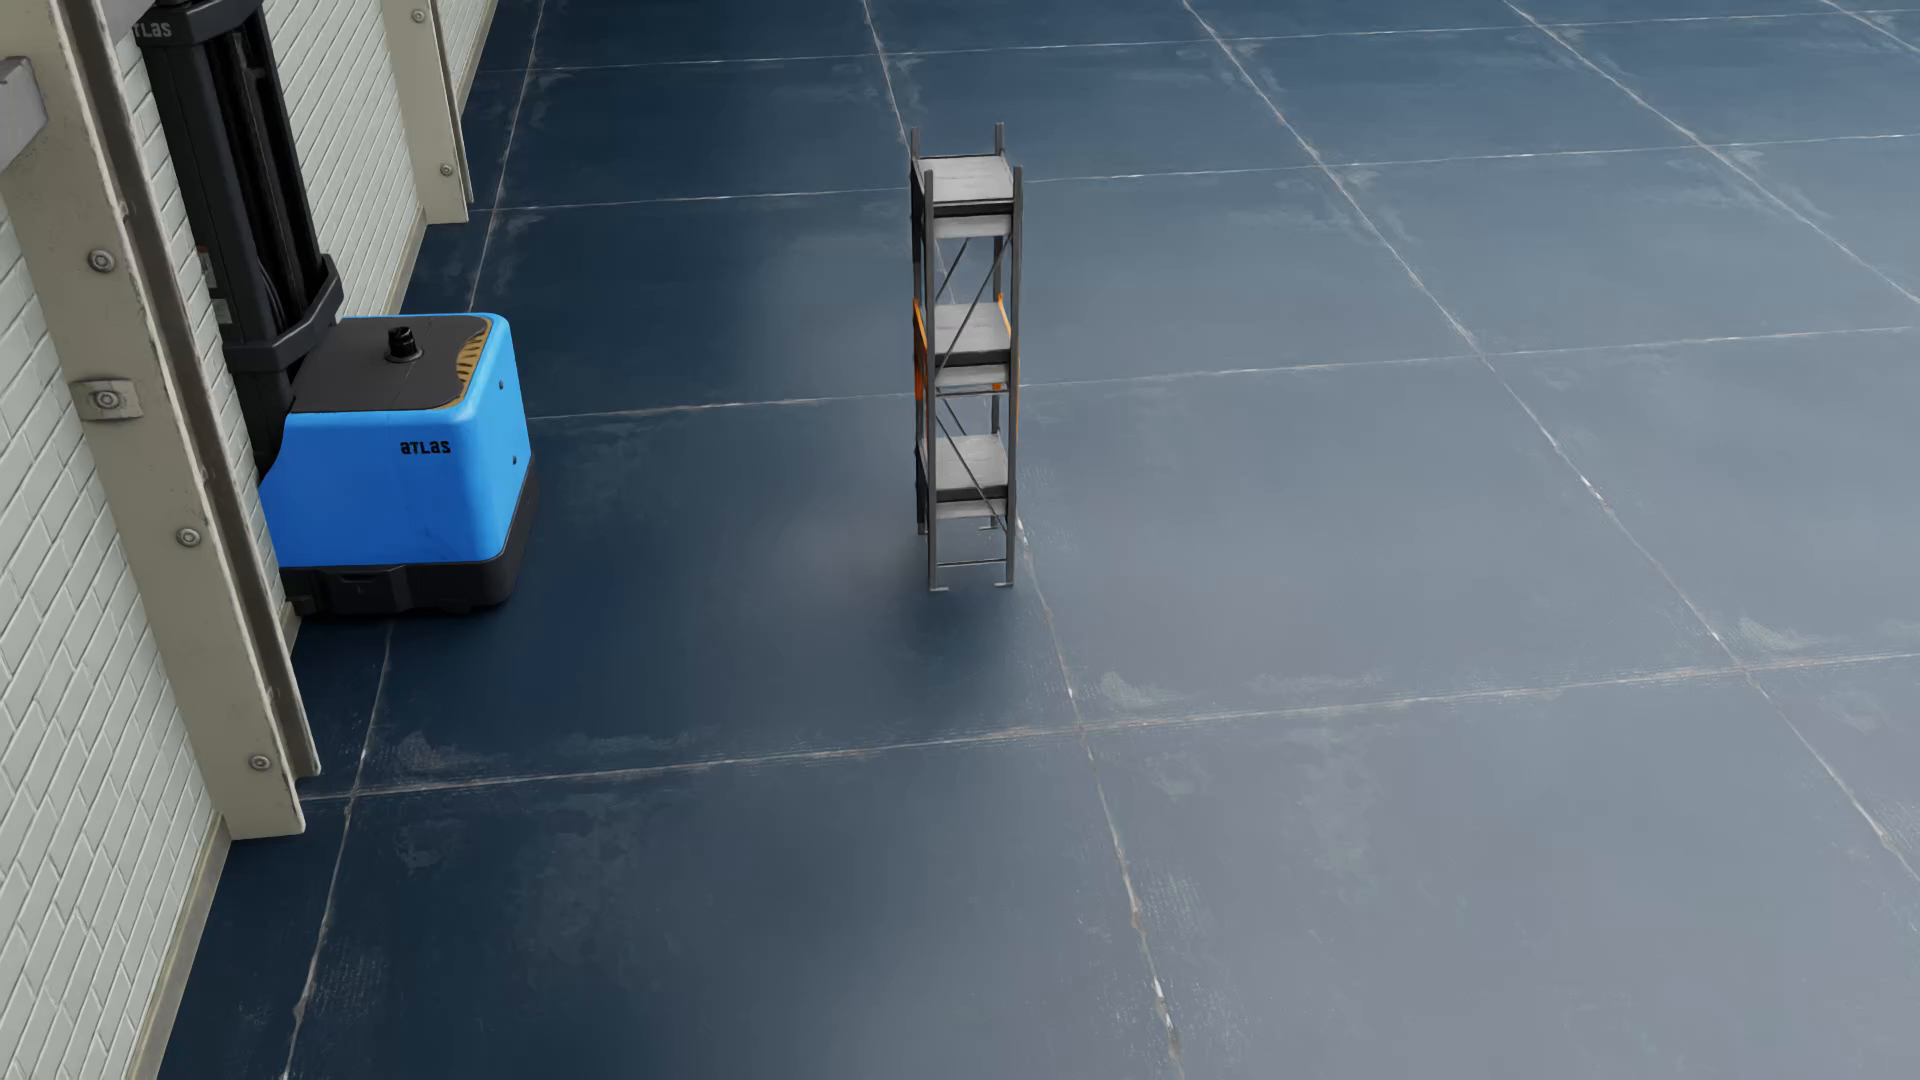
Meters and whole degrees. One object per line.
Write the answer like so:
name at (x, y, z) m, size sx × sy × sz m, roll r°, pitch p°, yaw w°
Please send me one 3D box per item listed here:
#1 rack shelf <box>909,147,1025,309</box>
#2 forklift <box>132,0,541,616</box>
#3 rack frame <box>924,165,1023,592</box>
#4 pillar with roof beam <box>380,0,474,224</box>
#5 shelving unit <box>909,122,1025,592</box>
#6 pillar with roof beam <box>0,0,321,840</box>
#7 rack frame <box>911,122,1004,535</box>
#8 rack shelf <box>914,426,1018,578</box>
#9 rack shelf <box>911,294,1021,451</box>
rack shelf at (0.022, -1.342, 7.137) m, size 0.431 × 0.518 × 0.480 m, roll -4°, pitch 35°, yaw -6°
forklift at (-3.625, -1.101, 7.263) m, size 3.031 × 2.935 × 1.130 m, roll -2°, pitch 34°, yaw -3°
rack frame at (0.055, -0.639, 7.323) m, size 0.400 × 2.100 × 0.015 m, roll -4°, pitch 35°, yaw -6°
pillar with roof beam at (0.692, -6.336, 9.556) m, size 9.100 × 9.000 × 0.400 m, roll -4°, pitch 35°, yaw -6°
shelving unit at (0.022, -0.775, 7.523) m, size 0.431 × 2.100 × 0.503 m, roll -4°, pitch 35°, yaw -6°
pillar with roof beam at (1.499, -2.987, 4.643) m, size 9.100 × 9.000 × 0.400 m, roll -4°, pitch 35°, yaw -6°
rack frame at (-0.011, -0.911, 7.723) m, size 0.400 × 2.100 × 0.015 m, roll -4°, pitch 35°, yaw -6°
rack shelf at (0.022, -0.186, 7.925) m, size 0.431 × 0.518 × 0.480 m, roll -4°, pitch 35°, yaw -6°
rack shelf at (0.022, -0.764, 7.531) m, size 0.431 × 0.518 × 0.480 m, roll -4°, pitch 35°, yaw -6°
